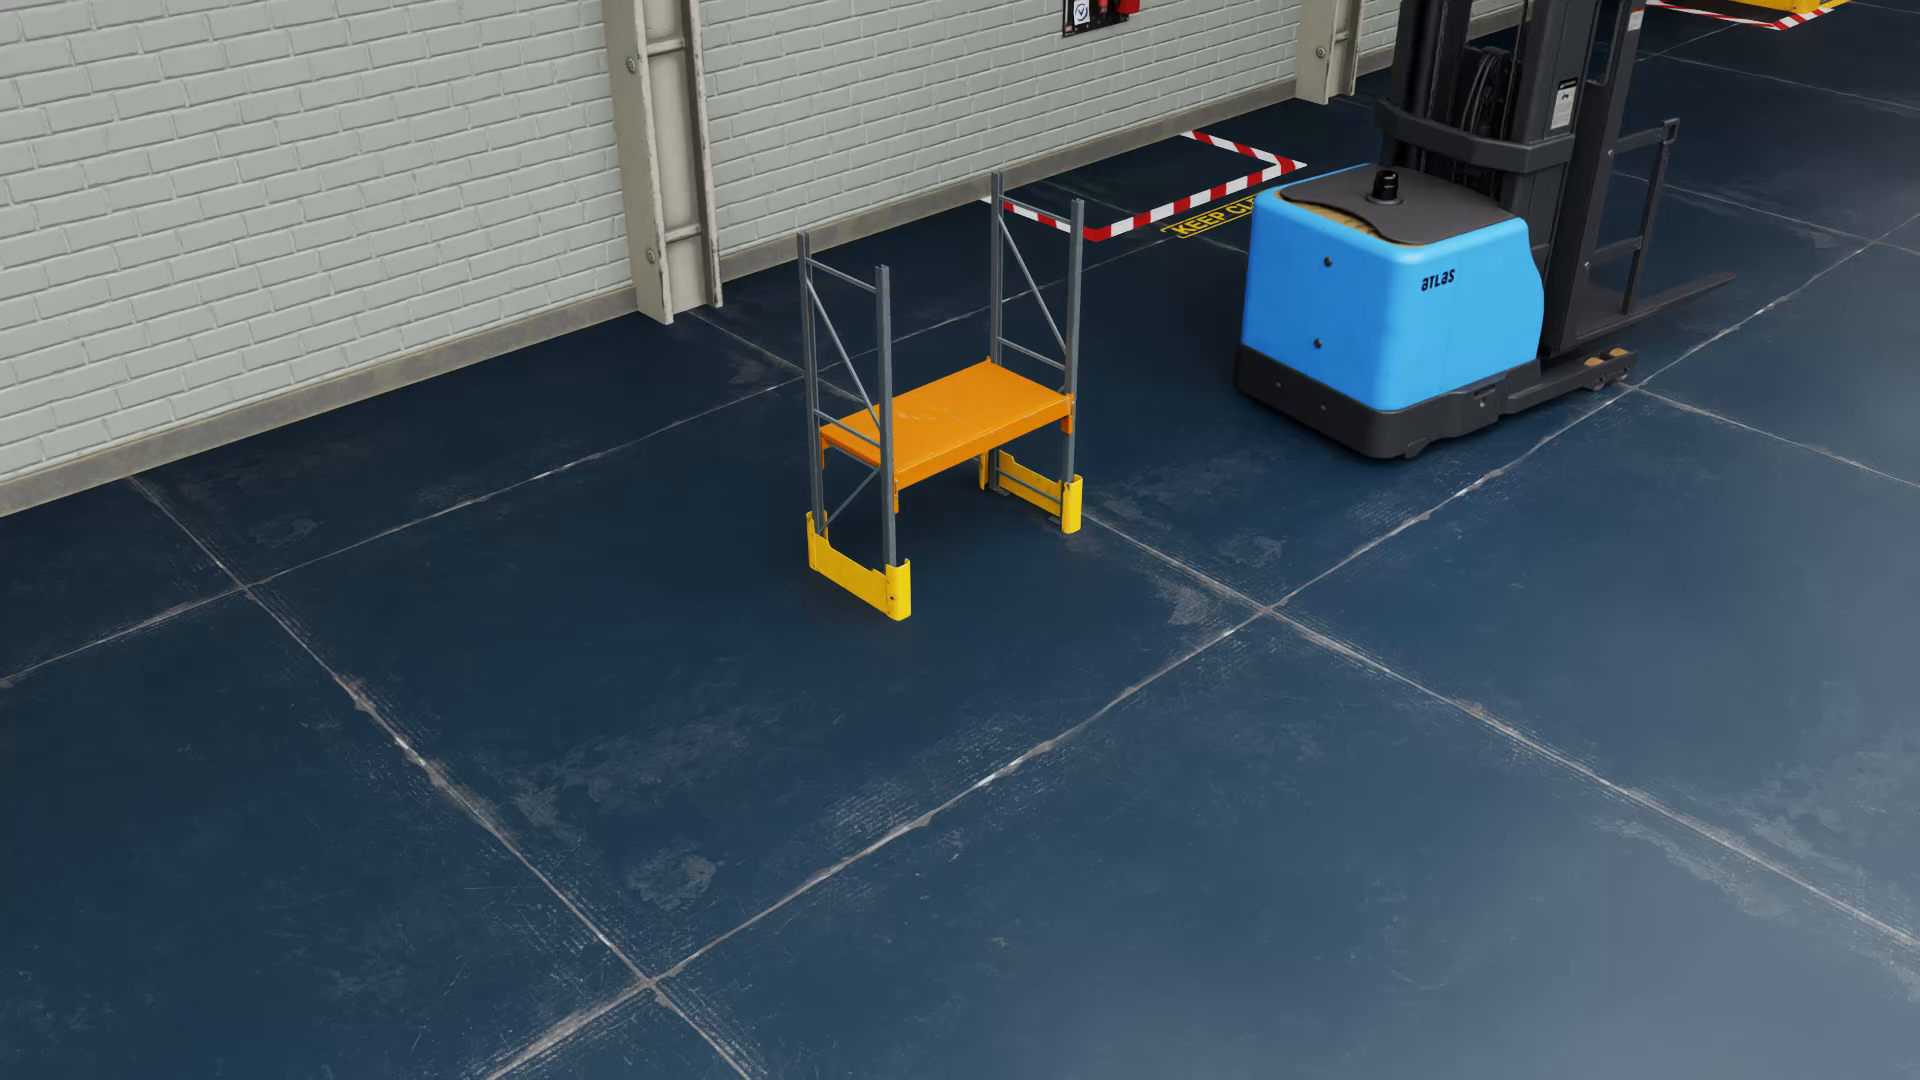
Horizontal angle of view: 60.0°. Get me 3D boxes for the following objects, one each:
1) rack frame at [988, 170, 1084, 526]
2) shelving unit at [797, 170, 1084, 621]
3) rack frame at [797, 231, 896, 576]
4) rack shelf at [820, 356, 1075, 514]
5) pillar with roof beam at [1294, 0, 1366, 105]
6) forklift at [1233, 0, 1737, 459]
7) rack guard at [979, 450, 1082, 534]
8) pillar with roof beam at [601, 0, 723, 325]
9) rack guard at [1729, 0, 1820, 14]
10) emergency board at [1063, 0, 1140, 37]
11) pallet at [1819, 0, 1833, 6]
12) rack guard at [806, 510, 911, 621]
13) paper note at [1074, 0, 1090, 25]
[{"bbox_3d":[0.310,-0.790,7.104,0.032,1.500,0.500,-26,40,-35],"label":"rack frame"},{"bbox_3d":[-0.056,-0.613,6.815,1.083,1.500,0.587,-26,40,-35],"label":"shelving unit"},{"bbox_3d":[-0.435,-0.429,6.514,0.032,1.500,0.500,-26,40,-35],"label":"rack frame"},{"bbox_3d":[-0.063,-0.456,6.903,1.000,0.185,0.538,-26,40,-35],"label":"rack shelf"},{"bbox_3d":[5.740,-5.639,7.846,0.400,9.000,9.100,-26,40,-35],"label":"pillar with roof beam"},{"bbox_3d":[2.882,-2.221,8.073,3.031,2.935,1.130,-20,37,-29],"label":"forklift"},{"bbox_3d":[0.309,-0.256,7.429,0.087,0.250,0.587,-26,40,-35],"label":"rack guard"},{"bbox_3d":[1.340,-3.511,4.366,0.400,9.000,9.100,-26,40,-35],"label":"pillar with roof beam"},{"bbox_3d":[7.343,-5.236,15.334,0.348,0.500,1.175,-26,40,-35],"label":"rack guard"},{"bbox_3d":[0.974,-3.865,10.695,0.643,1.169,0.194,-26,40,-35],"label":"emergency board"},{"bbox_3d":[7.963,-5.388,15.858,1.213,0.211,1.003,-26,40,-35],"label":"pallet"},{"bbox_3d":[-0.421,0.097,6.852,0.087,0.250,0.587,-26,40,-35],"label":"rack guard"},{"bbox_3d":[0.798,-3.452,10.865,0.142,0.148,0.016,-26,40,-35],"label":"paper note"}]
